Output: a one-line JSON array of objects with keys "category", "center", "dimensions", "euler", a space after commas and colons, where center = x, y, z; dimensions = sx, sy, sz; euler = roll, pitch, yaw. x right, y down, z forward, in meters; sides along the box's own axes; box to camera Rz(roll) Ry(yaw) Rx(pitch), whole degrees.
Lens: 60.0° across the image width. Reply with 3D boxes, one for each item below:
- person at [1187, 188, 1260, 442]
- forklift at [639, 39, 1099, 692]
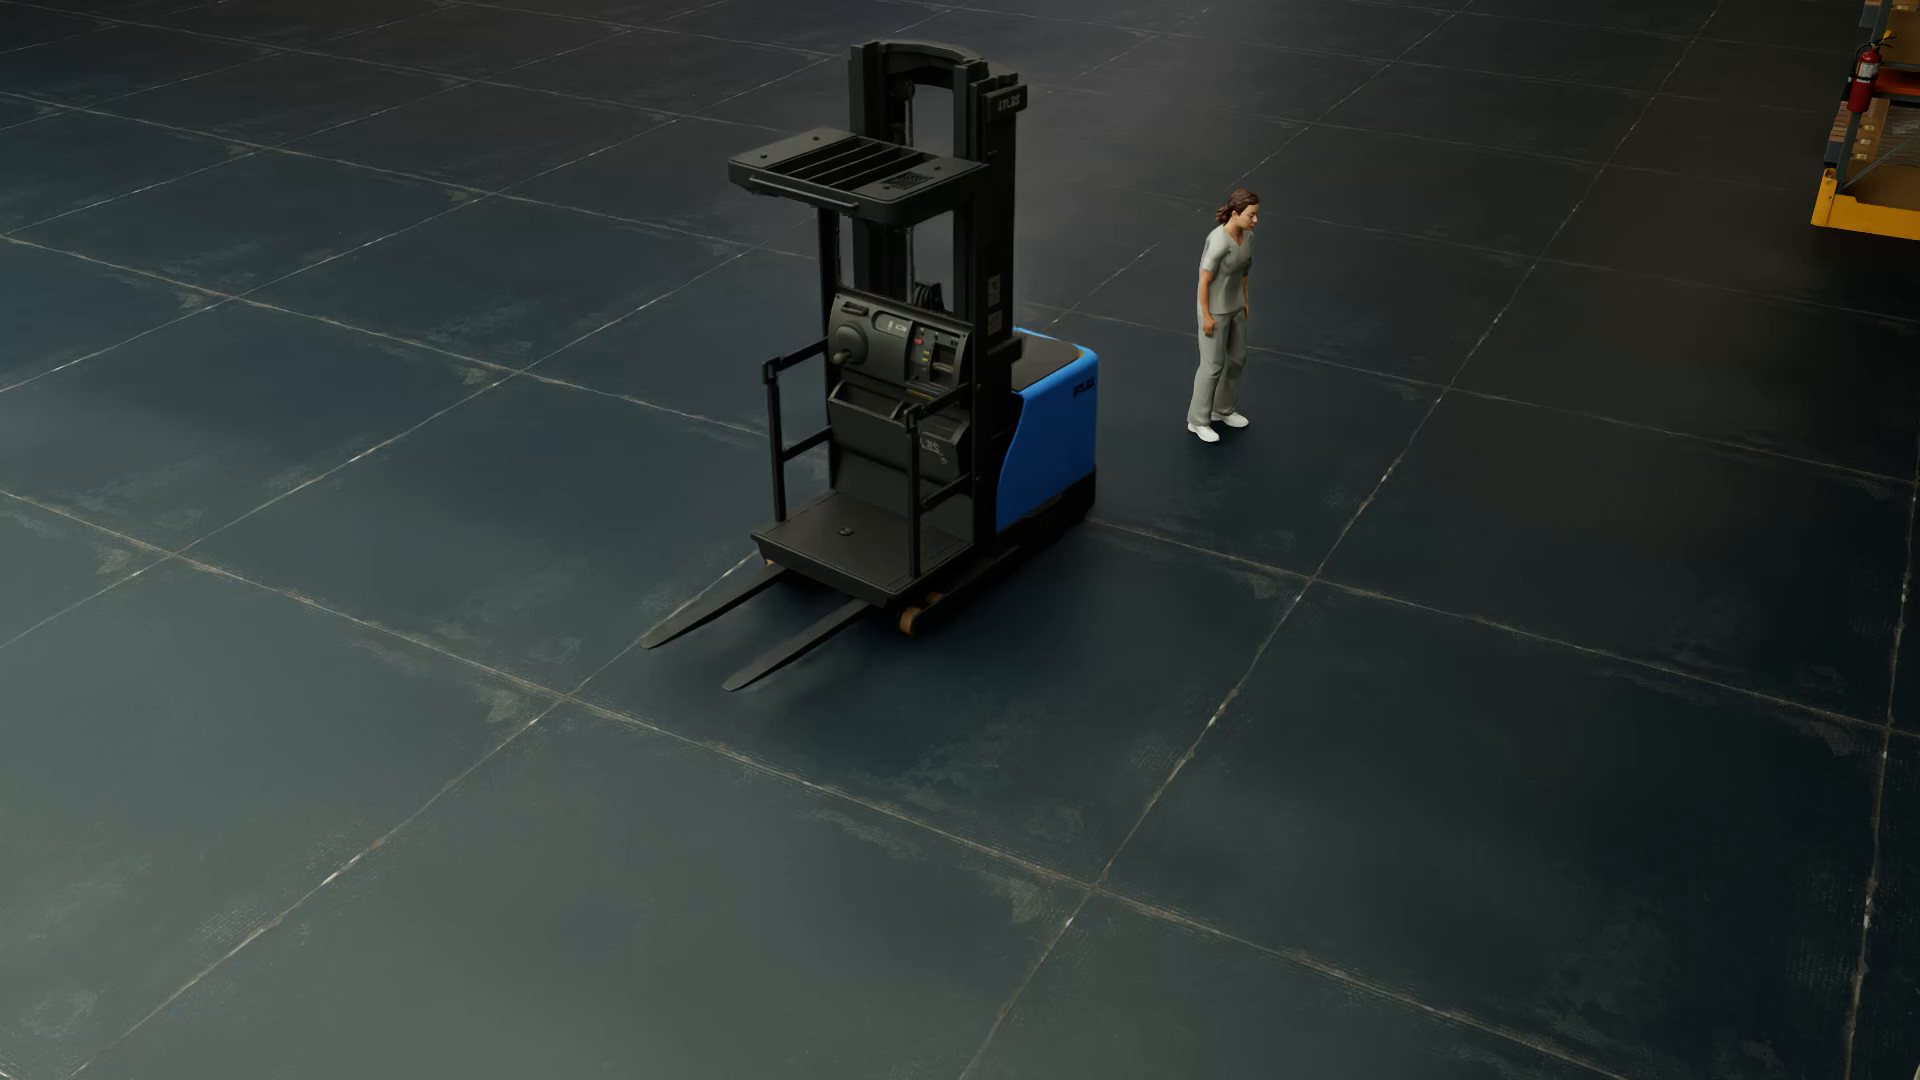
[{"category": "person", "center": [1.745, -1.502, 10.934], "dimensions": [0.362, 1.671, 0.496], "euler": [26, 39, 38]}, {"category": "forklift", "center": [-0.469, -1.022, 8.842], "dimensions": [1.130, 2.935, 3.031], "euler": [21, 36, 32]}]
